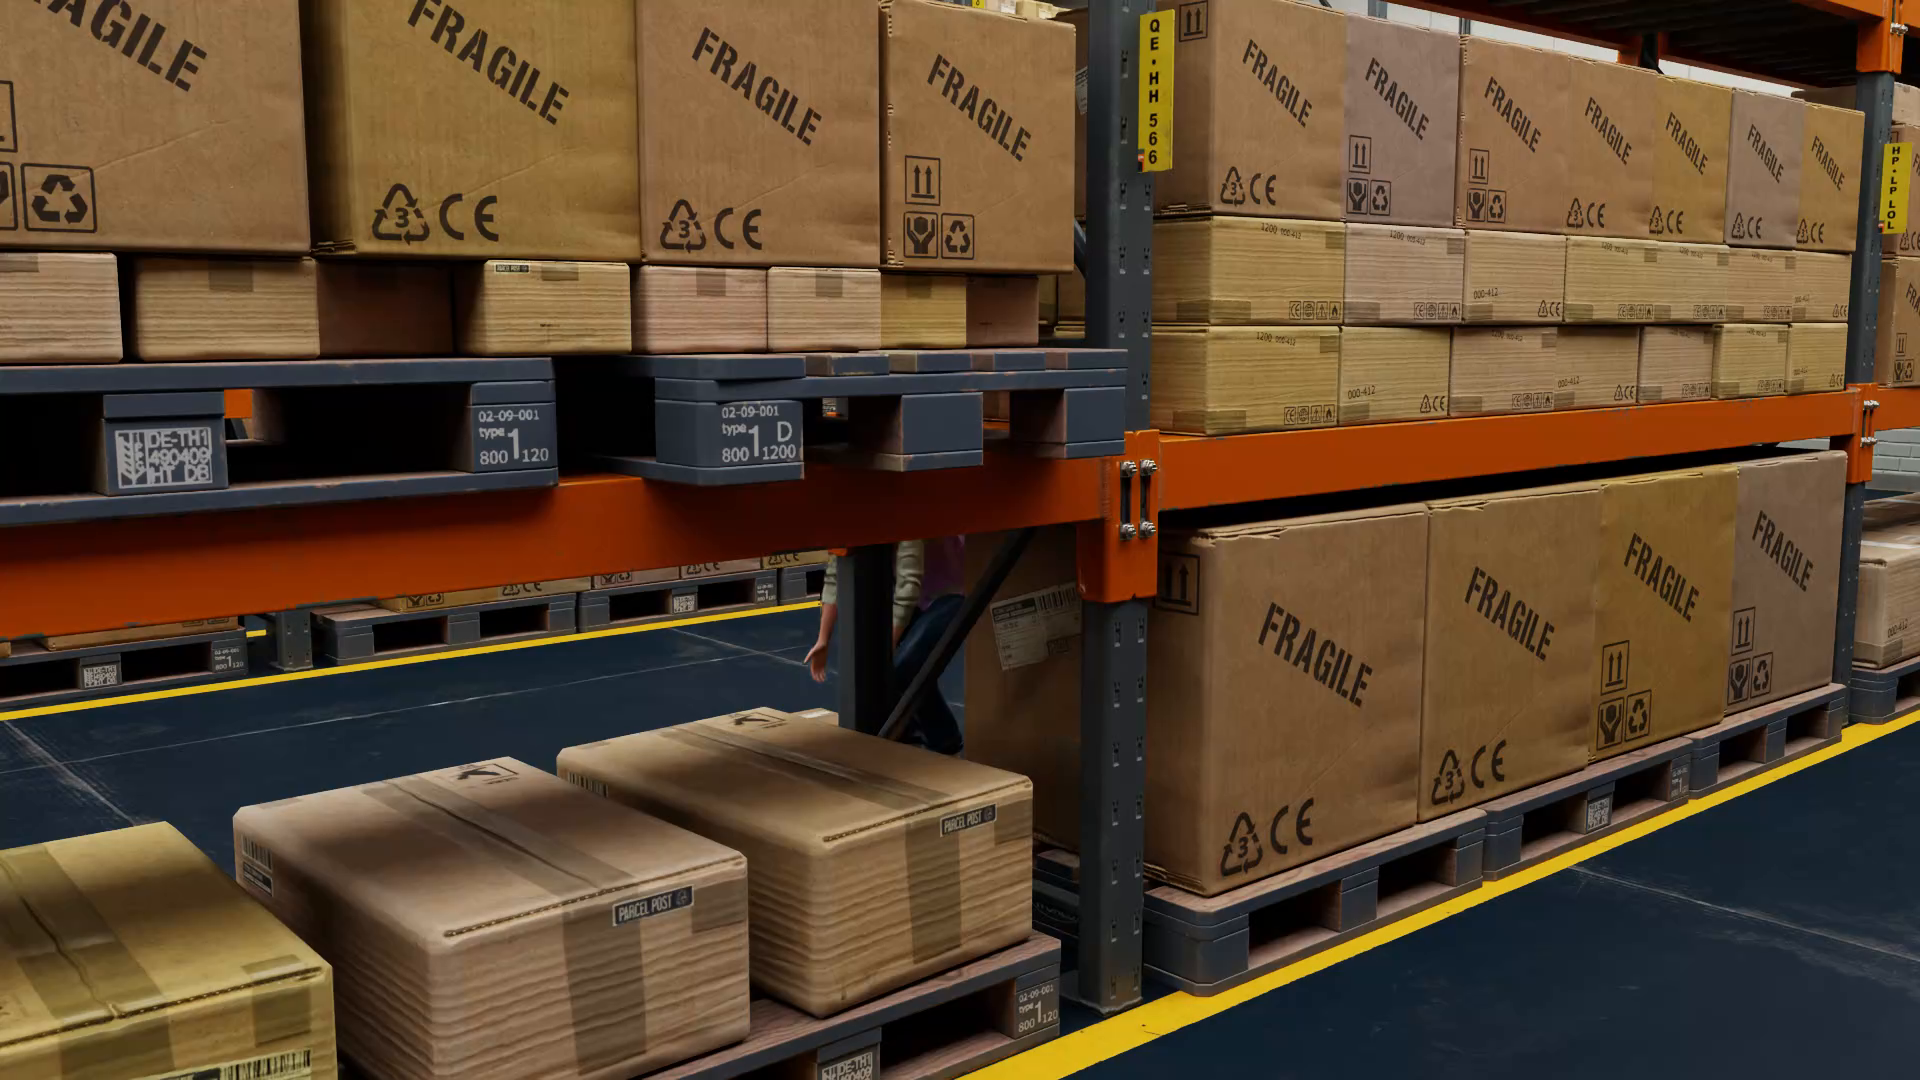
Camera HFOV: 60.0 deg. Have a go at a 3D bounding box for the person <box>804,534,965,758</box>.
[{"bbox_3d":[-0.189,0.245,5.674,0.725,1.158,0.462,-7,10,-41],"label":"person"}]
